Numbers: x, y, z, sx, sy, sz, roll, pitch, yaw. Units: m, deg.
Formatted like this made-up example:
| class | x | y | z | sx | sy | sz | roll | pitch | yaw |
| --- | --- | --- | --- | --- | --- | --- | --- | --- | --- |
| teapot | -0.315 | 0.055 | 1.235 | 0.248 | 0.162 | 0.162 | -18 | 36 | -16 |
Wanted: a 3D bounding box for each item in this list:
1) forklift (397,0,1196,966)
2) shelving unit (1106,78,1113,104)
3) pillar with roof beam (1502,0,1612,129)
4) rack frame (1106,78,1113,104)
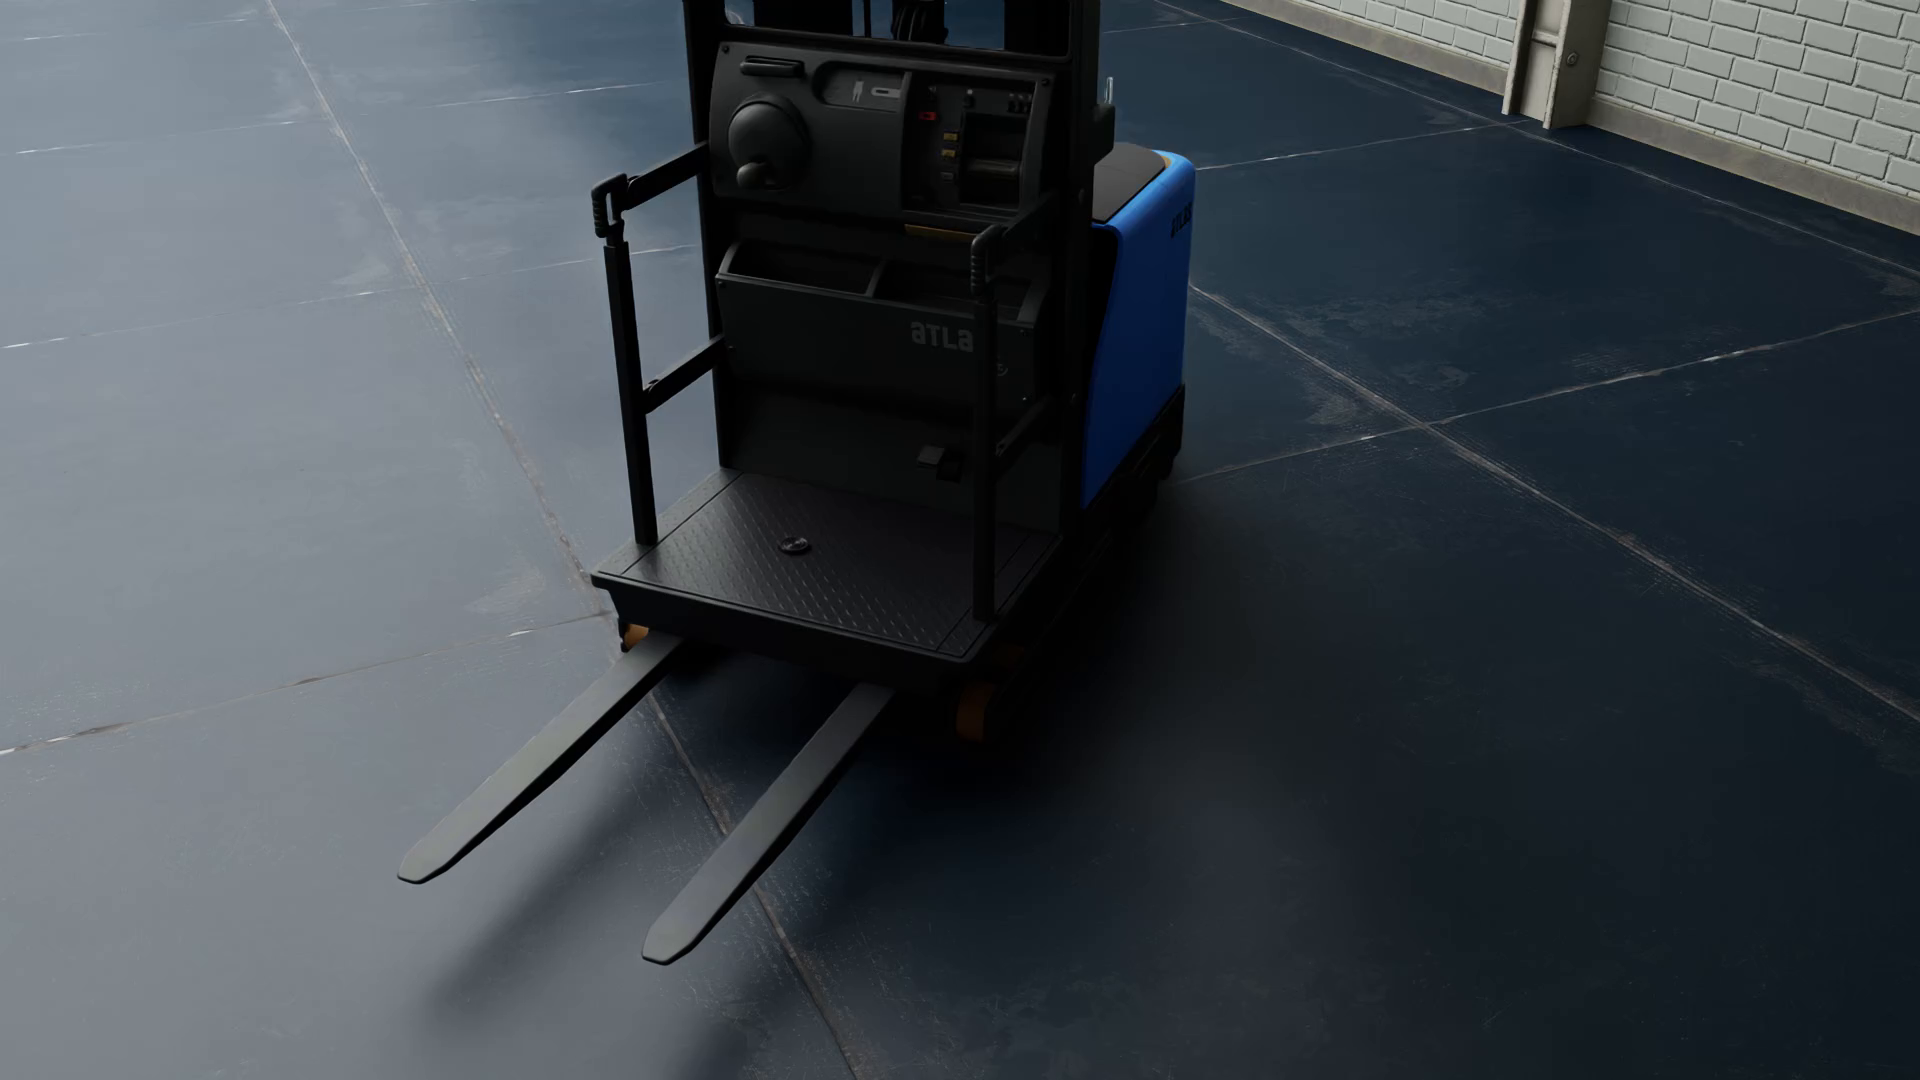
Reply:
| class | x | y | z | sx | sy | sz | roll | pitch | yaw |
| --- | --- | --- | --- | --- | --- | --- | --- | --- | --- |
| forklift | -0.292 | -0.987 | 4.014 | 1.130 | 2.935 | 3.031 | 12 | 31 | 20 |
| shelving unit | 0.230 | -1.009 | 5.820 | 0.503 | 1.200 | 0.258 | 12 | 31 | 20 |
| pillar with roof beam | -0.511 | -5.458 | 5.784 | 9.100 | 9.000 | 0.400 | -13 | 32 | -22 |
| rack frame | 0.455 | -0.963 | 5.738 | 0.015 | 1.200 | 0.240 | 12 | 31 | 20 |
